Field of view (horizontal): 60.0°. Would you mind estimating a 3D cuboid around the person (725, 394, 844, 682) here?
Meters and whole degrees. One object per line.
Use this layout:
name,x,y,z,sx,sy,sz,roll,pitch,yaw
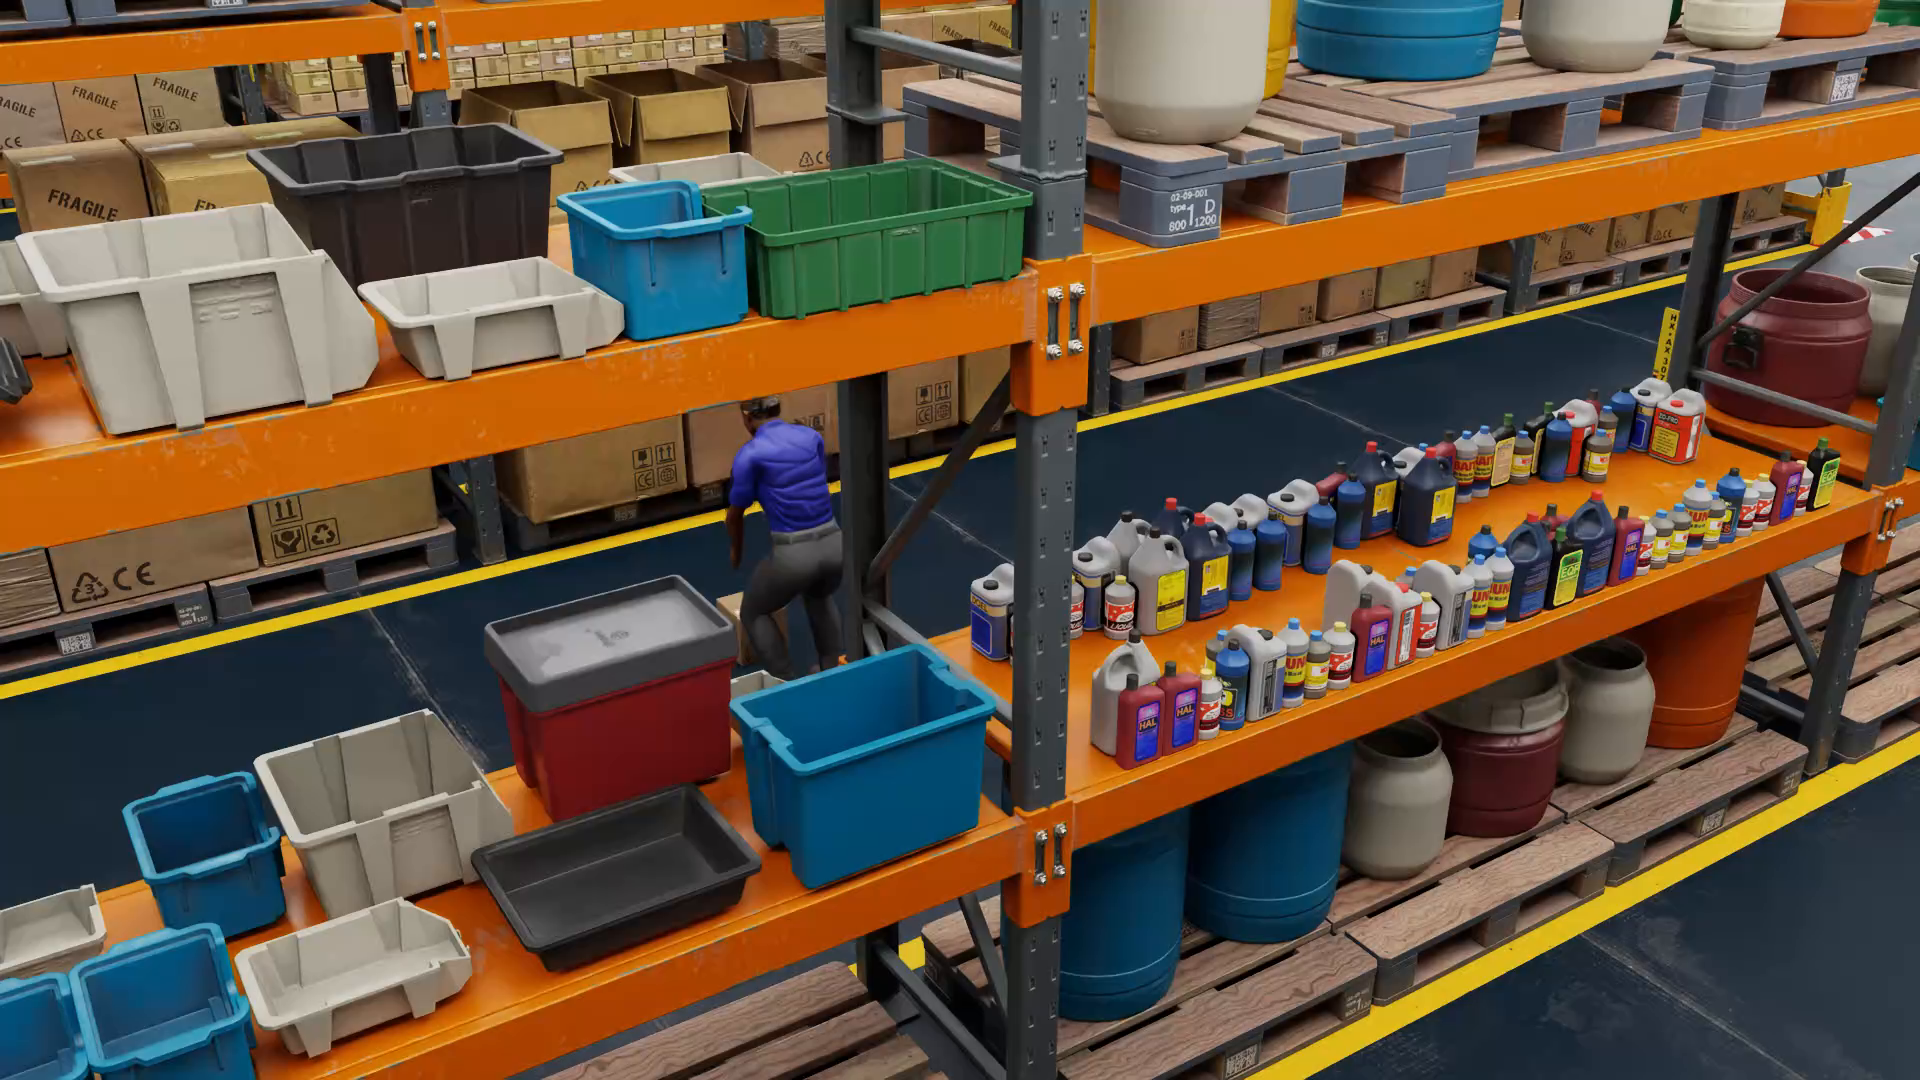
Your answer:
person,-0.759,0.050,7.277,0.492,1.441,0.577,-15,29,-29
